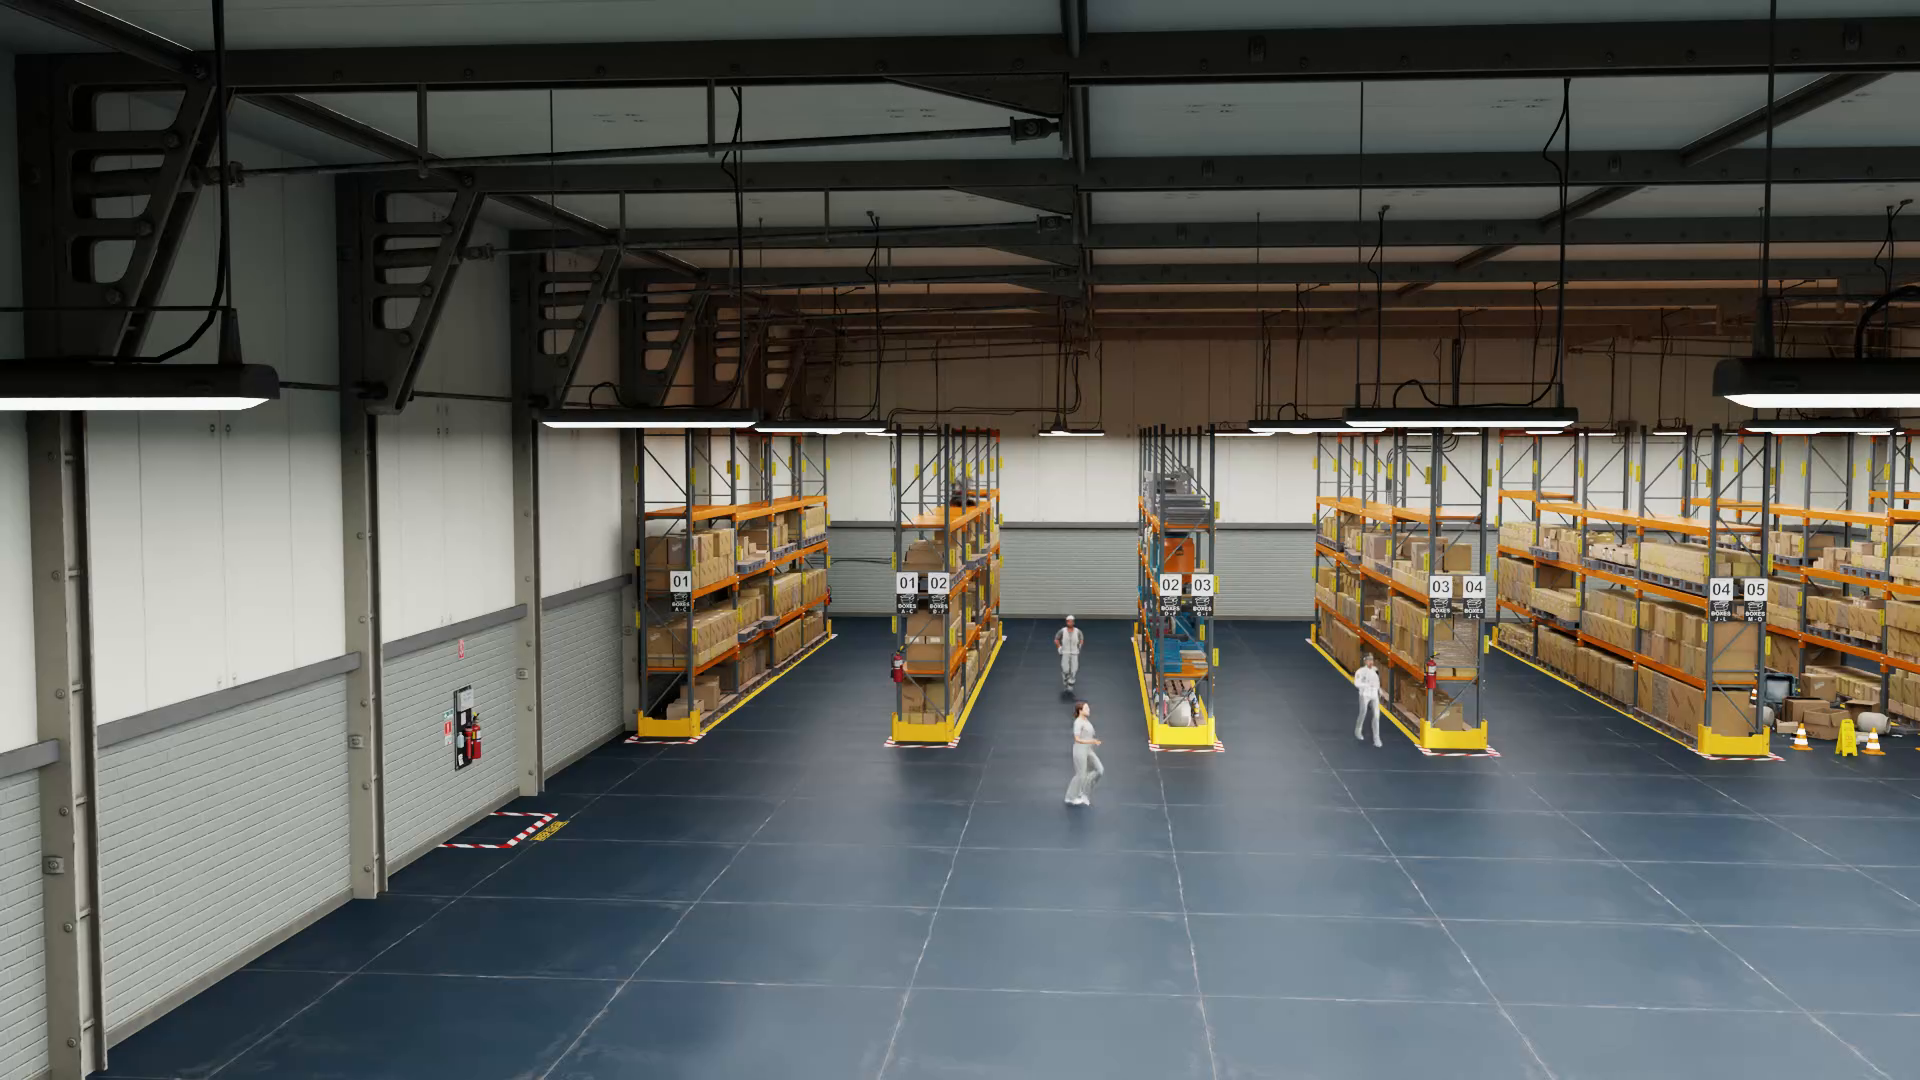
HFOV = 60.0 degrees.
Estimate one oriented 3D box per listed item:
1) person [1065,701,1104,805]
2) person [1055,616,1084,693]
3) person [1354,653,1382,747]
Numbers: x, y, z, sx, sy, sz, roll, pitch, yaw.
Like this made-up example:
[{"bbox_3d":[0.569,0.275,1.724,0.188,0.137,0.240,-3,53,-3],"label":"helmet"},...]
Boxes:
[{"bbox_3d":[1.936,3.319,25.846,0.655,1.653,0.540,2,4,28],"label":"person"},{"bbox_3d":[2.462,2.568,37.198,0.643,1.742,0.583,0,3,-3],"label":"person"},{"bbox_3d":[7.664,2.958,31.217,0.607,1.721,0.813,-1,4,-12],"label":"person"}]
